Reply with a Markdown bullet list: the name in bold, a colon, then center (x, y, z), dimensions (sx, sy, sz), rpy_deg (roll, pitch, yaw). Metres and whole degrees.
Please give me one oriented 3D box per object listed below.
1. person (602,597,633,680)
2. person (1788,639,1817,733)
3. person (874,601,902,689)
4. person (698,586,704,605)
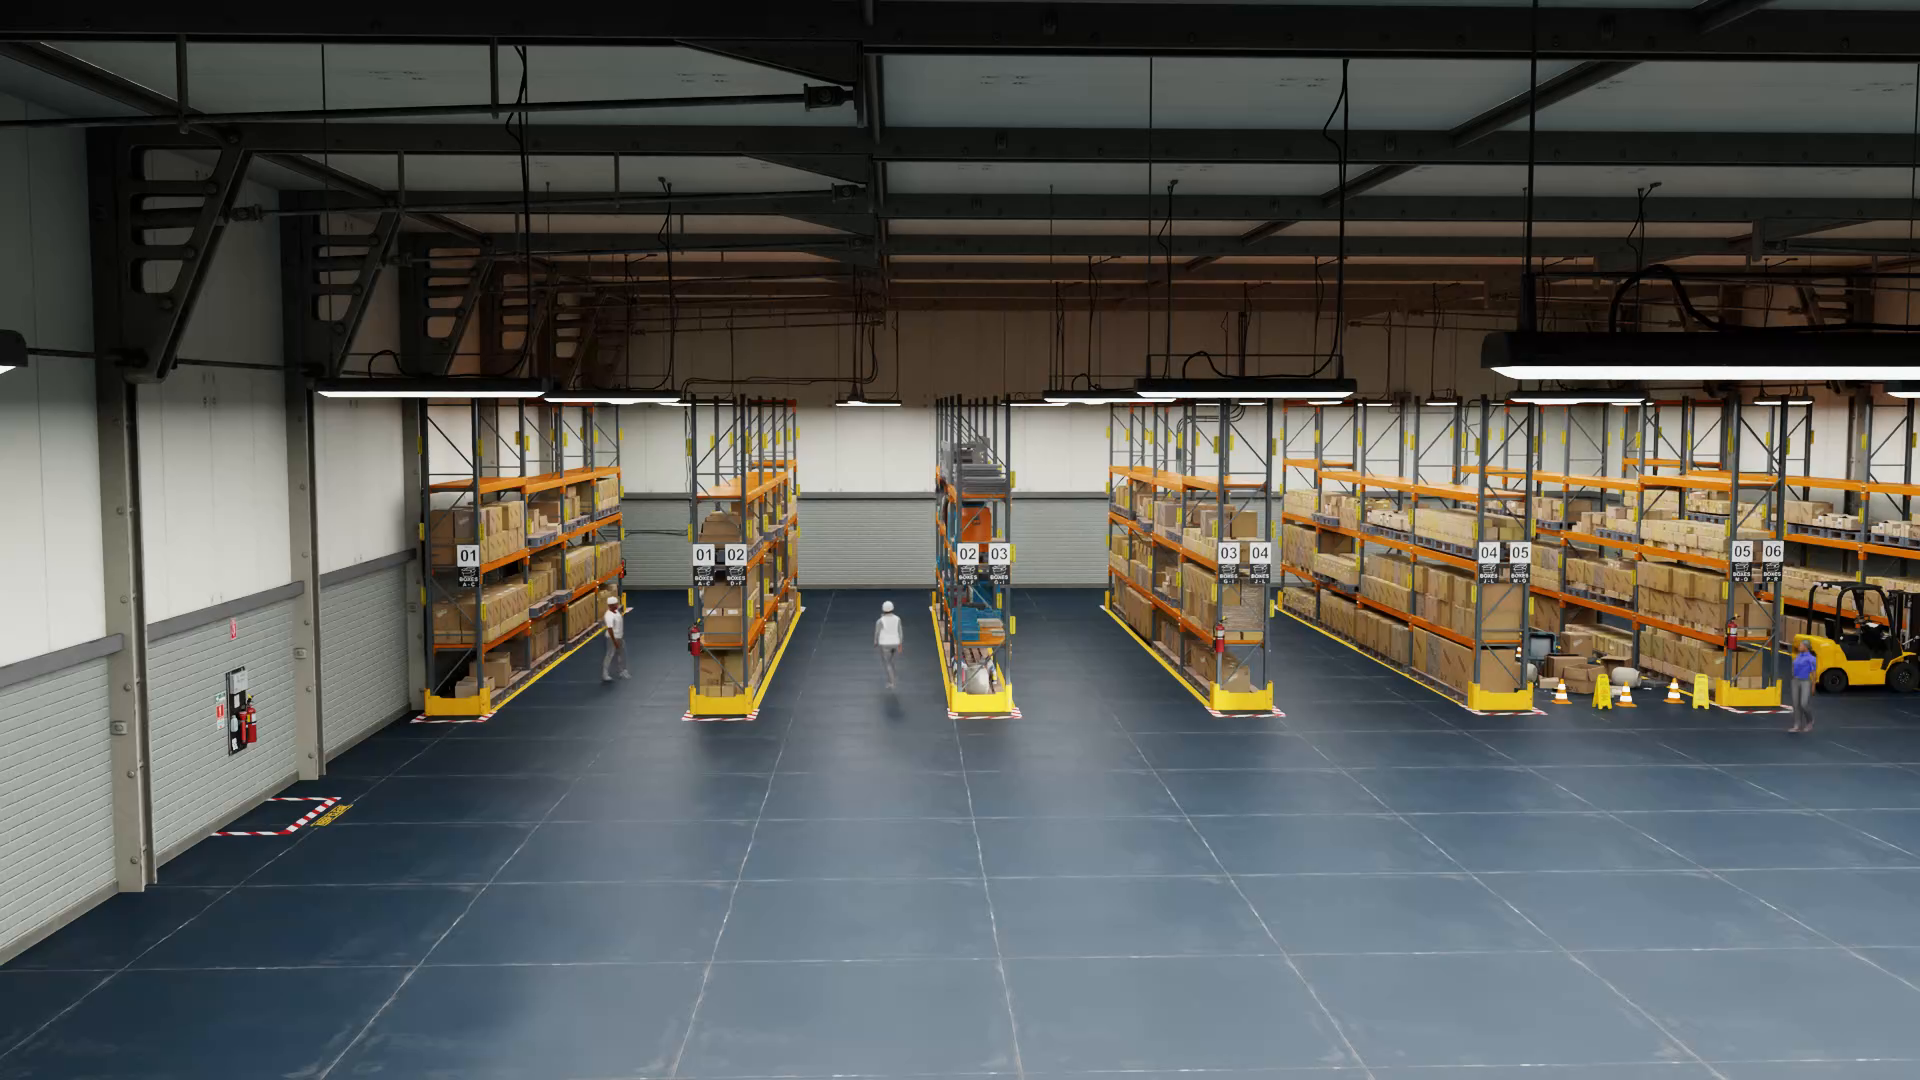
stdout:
- **person**: center (-7.293, 2.090, 35.205), dimensions (0.502, 1.800, 0.688), rpy_deg (1, 5, 15)
- **person**: center (14.846, 2.578, 29.323), dimensions (0.439, 1.663, 0.479), rpy_deg (-4, 6, -38)
- **person**: center (-1.481, 2.095, 33.394), dimensions (0.542, 1.755, 0.648), rpy_deg (-4, 6, -42)
- **person**: center (-6.617, 1.396, 43.669), dimensions (0.522, 1.749, 0.994), rpy_deg (0, 4, -2)
